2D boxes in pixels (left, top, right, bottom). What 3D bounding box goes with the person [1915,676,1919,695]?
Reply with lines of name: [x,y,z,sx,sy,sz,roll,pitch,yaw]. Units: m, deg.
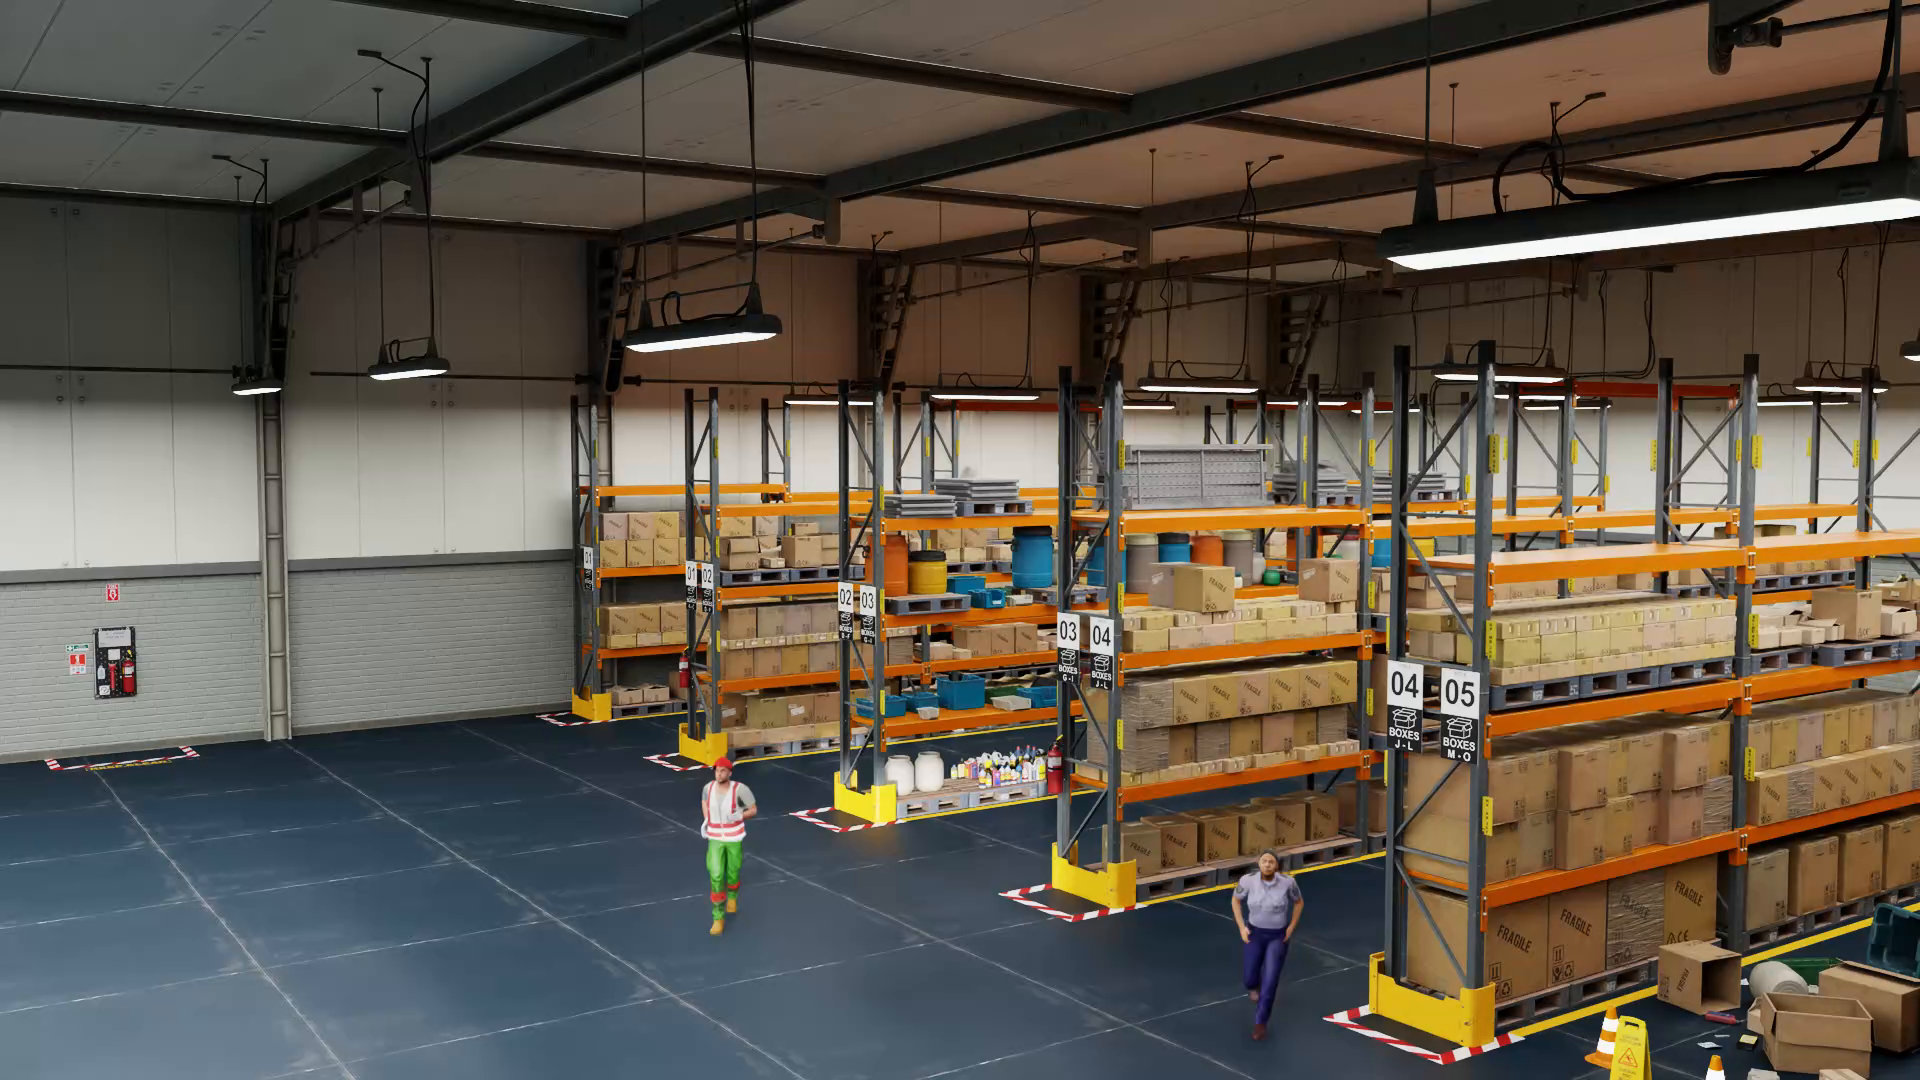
person: [15.807,2.726,26.973,0.615,1.612,0.549,0,3,5]

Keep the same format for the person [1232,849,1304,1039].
person: [2.702,3.493,14.621,0.628,1.620,0.683,1,4,12]

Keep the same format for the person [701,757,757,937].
person: [-2.464,3.199,17.690,0.629,1.817,0.912,0,3,2]
